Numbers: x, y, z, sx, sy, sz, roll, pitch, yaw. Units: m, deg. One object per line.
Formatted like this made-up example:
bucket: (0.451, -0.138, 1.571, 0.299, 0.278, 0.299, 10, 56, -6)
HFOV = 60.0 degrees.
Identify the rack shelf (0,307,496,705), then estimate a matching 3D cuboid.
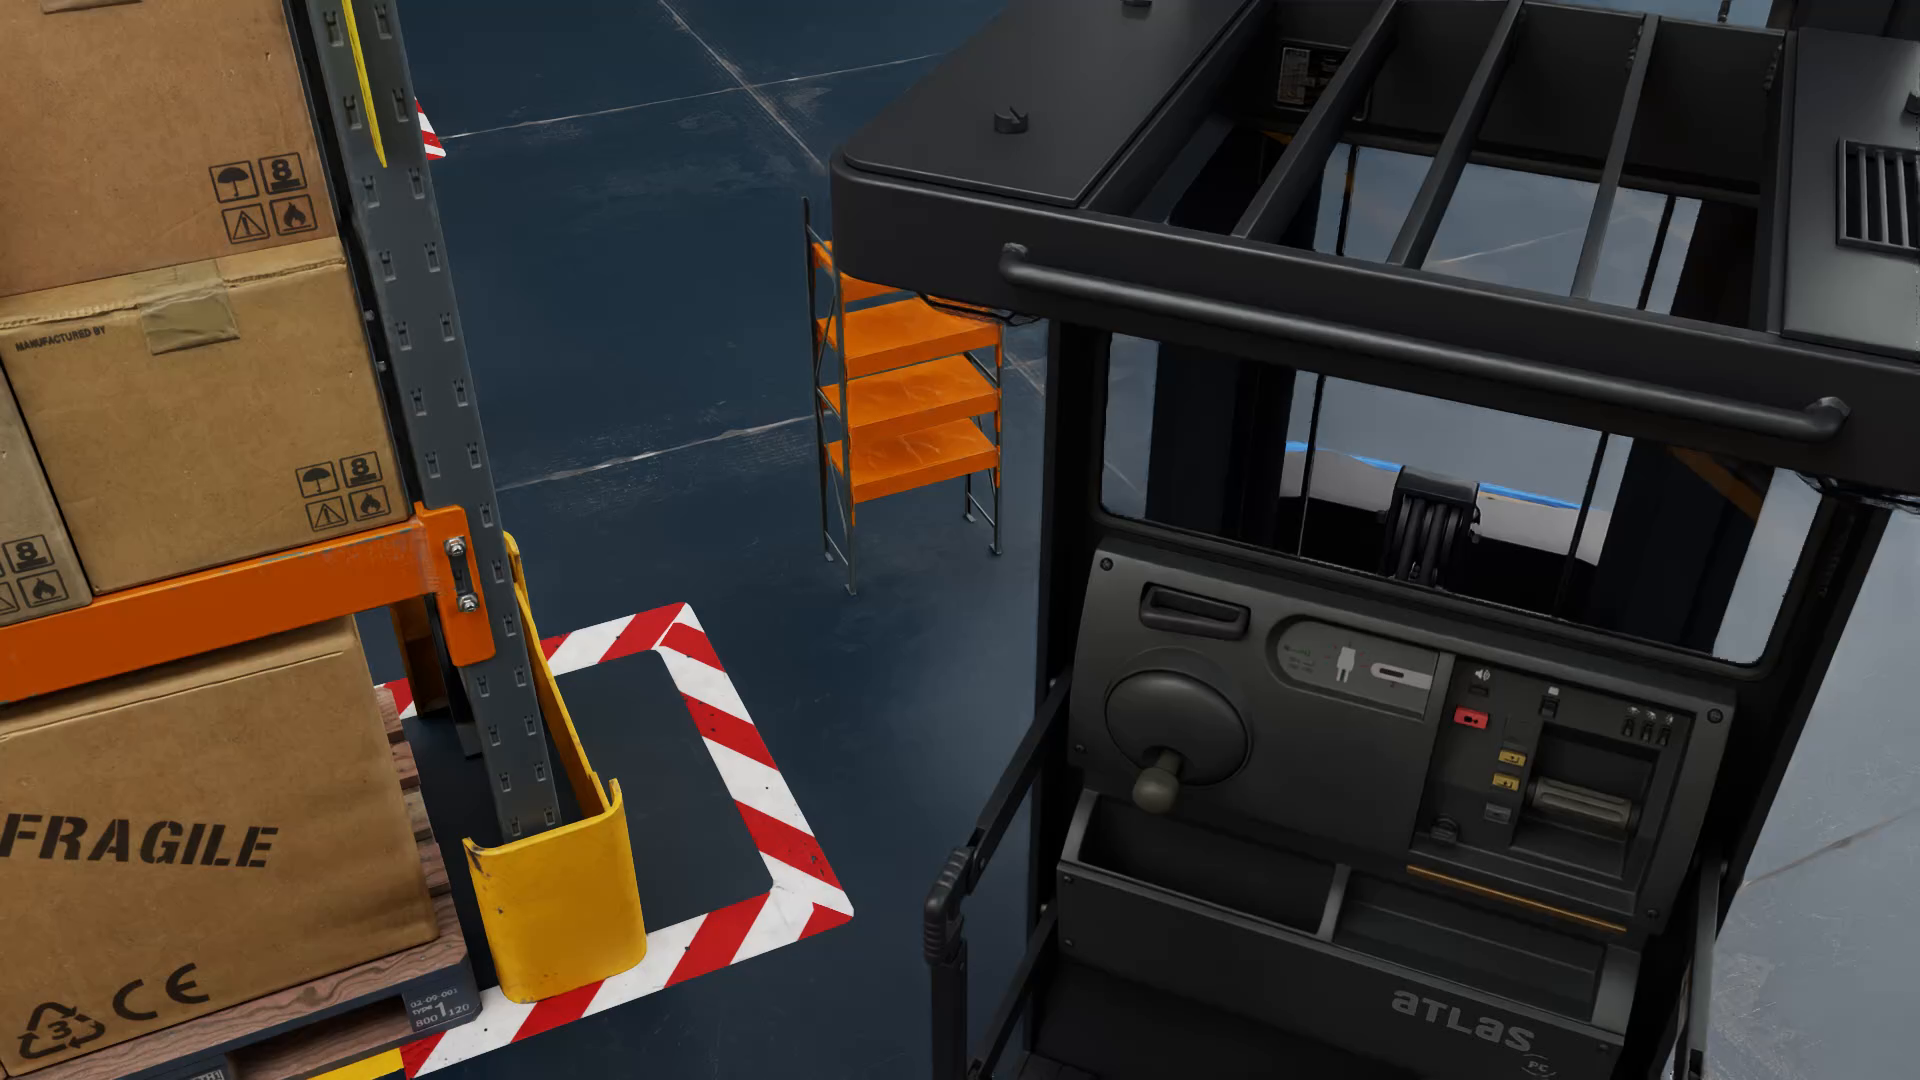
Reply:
rack shelf: (-2.956, 0.316, 2.910, 4.000, 0.370, 1.077, -16, 39, -20)

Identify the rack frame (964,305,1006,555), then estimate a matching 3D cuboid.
rack frame: (0.071, -0.502, 4.919, 0.015, 1.200, 0.240, -16, 39, -20)

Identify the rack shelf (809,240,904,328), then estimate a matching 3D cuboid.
rack shelf: (-0.150, -0.756, 4.602, 0.480, 0.148, 0.258, -16, 39, -20)

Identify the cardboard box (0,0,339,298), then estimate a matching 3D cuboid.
cardboard box: (-1.498, -0.900, 2.914, 0.550, 0.550, 0.875, -16, 39, -20)

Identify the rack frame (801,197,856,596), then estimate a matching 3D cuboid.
rack frame: (-0.371, -0.378, 4.753, 0.015, 1.200, 0.240, -16, 39, -20)

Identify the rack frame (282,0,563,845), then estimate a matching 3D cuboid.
rack frame: (-1.146, -0.479, 3.379, 0.127, 3.000, 1.000, -16, 39, -20)

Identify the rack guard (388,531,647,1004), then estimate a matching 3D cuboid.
rack guard: (-1.124, 0.518, 4.131, 0.348, 0.500, 1.175, -16, 39, -20)

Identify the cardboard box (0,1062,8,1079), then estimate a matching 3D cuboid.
cardboard box: (-2.527, 0.636, 3.305, 0.875, 0.875, 0.875, -16, 40, -21)

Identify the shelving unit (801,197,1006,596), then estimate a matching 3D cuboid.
shelving unit: (-0.150, -0.440, 4.836, 0.503, 1.200, 0.258, -16, 39, -20)

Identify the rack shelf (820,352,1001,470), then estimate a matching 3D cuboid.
rack shelf: (-0.150, -0.386, 4.876, 0.480, 0.148, 0.258, -16, 39, -20)

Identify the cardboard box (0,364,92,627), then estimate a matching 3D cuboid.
cardboard box: (-1.951, -0.270, 2.971, 0.550, 0.550, 0.875, -16, 39, -20)

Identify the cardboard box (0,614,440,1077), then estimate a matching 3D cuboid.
cardboard box: (-1.731, 0.413, 3.607, 0.875, 0.875, 0.875, -15, 39, -20)

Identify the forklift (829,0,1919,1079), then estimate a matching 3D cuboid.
forklift: (0.542, 0.355, 2.312, 1.130, 2.935, 3.031, 14, 39, 18)

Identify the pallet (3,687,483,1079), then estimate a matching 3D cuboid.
pallet: (-1.836, 0.885, 3.880, 1.213, 0.211, 1.003, -16, 39, -20)

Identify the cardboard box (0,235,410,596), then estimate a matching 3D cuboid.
cardboard box: (-1.462, -0.421, 3.174, 0.550, 0.550, 0.875, -16, 39, -20)

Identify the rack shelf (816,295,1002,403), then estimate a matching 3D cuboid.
rack shelf: (-0.150, -0.566, 4.743, 0.480, 0.148, 0.258, -16, 39, -20)

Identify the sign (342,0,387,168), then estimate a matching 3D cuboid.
sign: (-0.928, -0.744, 2.564, 0.005, 0.325, 0.100, -16, 39, -20)

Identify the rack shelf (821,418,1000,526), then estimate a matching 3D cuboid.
rack shelf: (-0.150, -0.226, 4.994, 0.480, 0.148, 0.258, -16, 39, -20)
